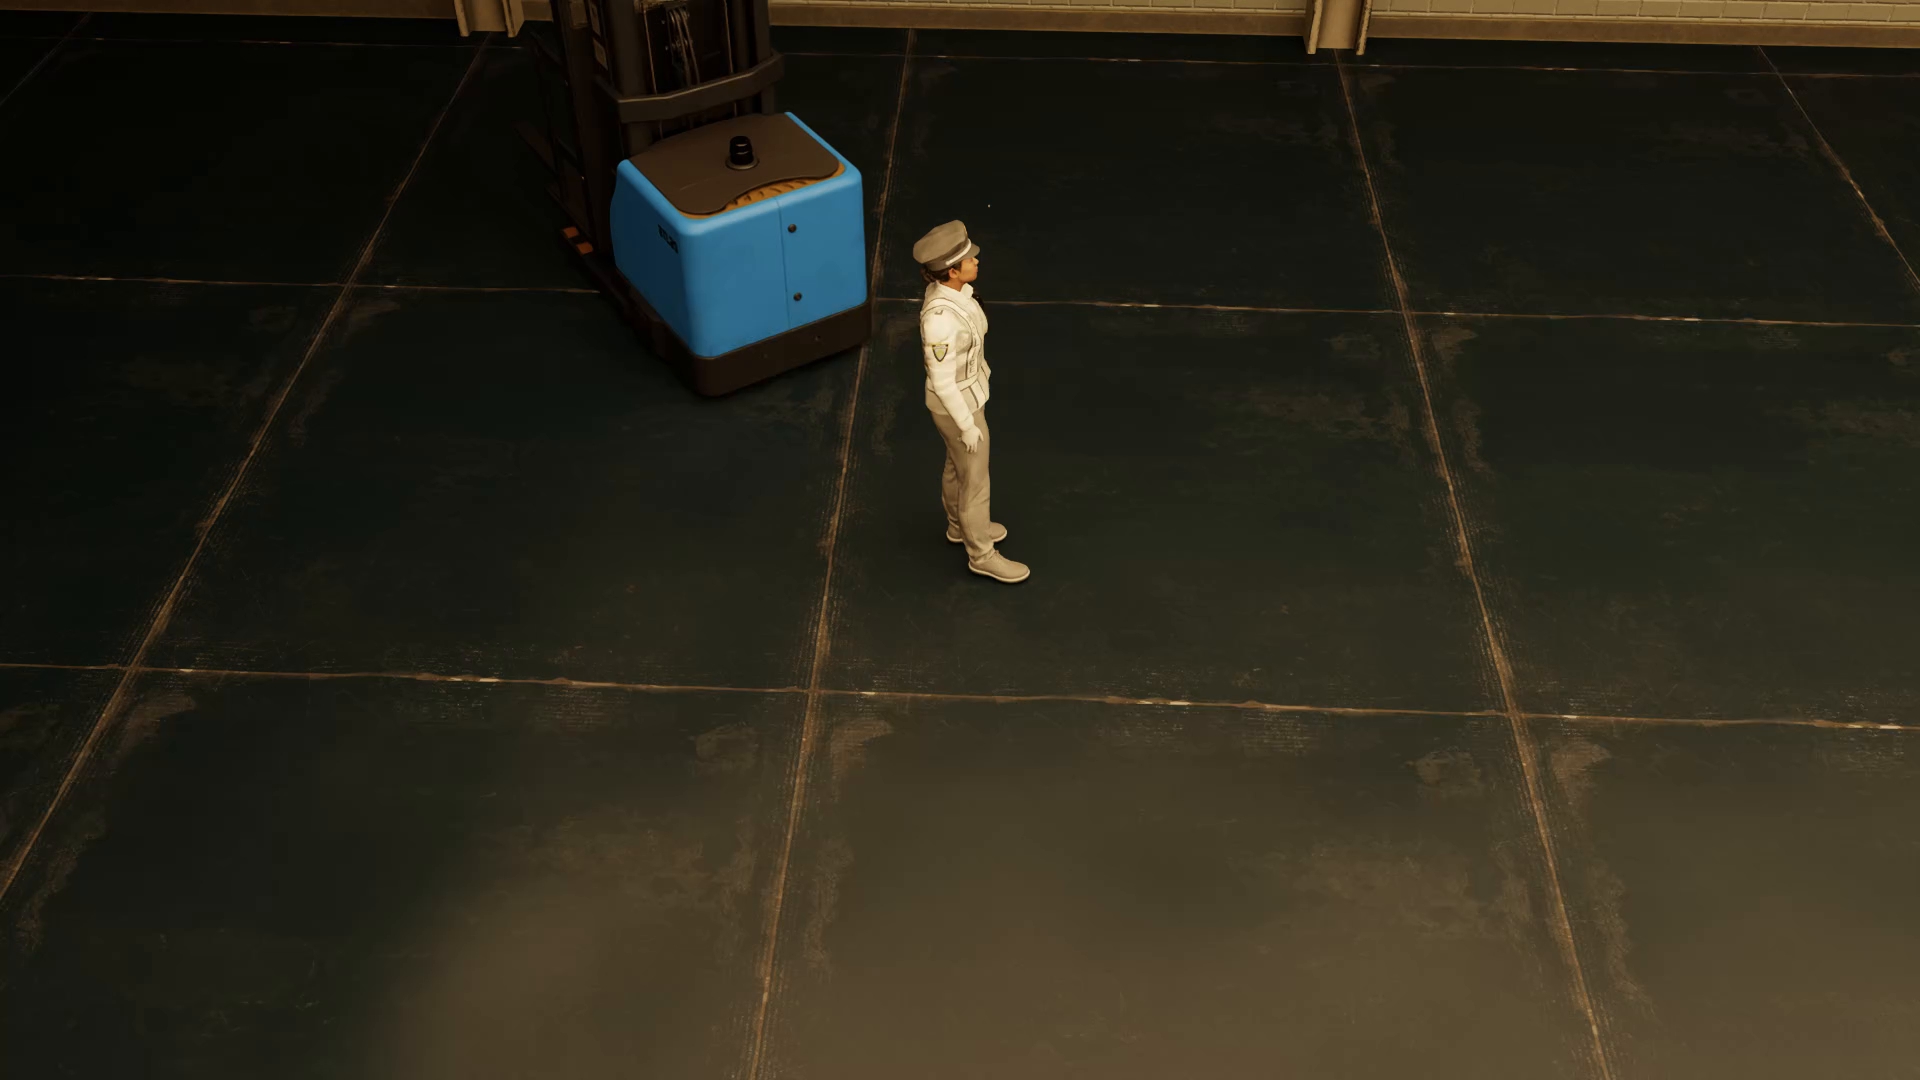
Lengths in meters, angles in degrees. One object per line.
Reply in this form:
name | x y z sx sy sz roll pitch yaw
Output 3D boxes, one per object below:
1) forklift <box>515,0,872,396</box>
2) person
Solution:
forklift | -1.698 -2.796 8.805 1.130 2.935 3.031 -23 47 -24
person | 0.068 -0.625 7.333 0.531 1.695 0.588 2 42 2
